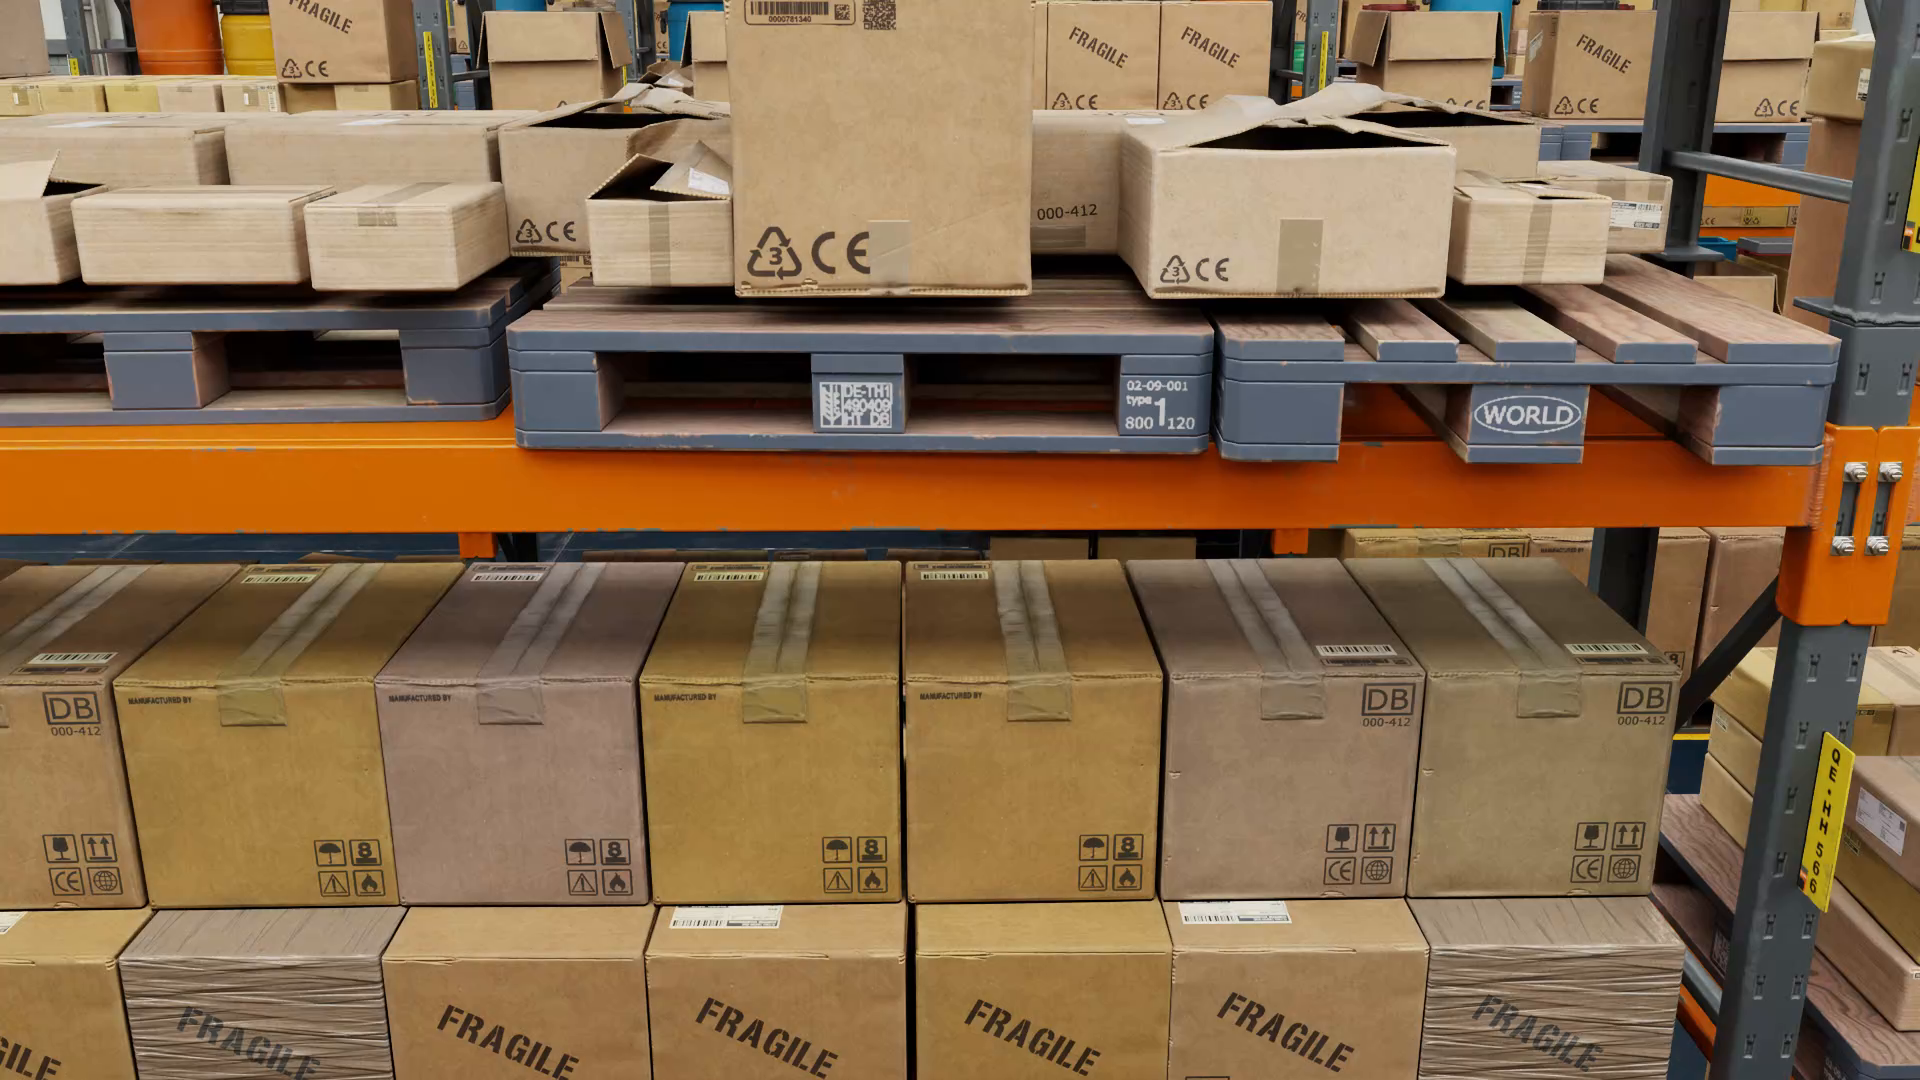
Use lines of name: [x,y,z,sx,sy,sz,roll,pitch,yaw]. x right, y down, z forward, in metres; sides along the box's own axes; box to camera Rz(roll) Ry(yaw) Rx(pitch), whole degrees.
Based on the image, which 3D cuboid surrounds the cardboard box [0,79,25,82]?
cardboard box: [-4.546,-2.057,7.731,0.250,0.149,0.380,0,18,-1]

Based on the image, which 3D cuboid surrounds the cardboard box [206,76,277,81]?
cardboard box: [-3.487,-2.195,8.163,0.250,0.149,0.380,0,18,1]

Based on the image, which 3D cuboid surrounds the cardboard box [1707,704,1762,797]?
cardboard box: [2.088,0.545,4.174,0.250,0.149,0.380,0,18,0]

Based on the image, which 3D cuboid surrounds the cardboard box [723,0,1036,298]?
cardboard box: [-0.132,-0.721,2.959,0.500,0.500,0.500,0,18,-1]

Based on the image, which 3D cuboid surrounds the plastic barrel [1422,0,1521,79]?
plastic barrel: [3.841,-3.951,12.534,0.708,0.901,0.600,0,18,-1]

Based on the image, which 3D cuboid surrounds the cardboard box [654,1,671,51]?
cardboard box: [-3.036,-5.434,17.584,0.500,0.500,0.500,1,18,4]

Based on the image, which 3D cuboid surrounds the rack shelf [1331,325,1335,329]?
rack shelf: [3.546,-1.787,13.384,4.000,0.370,1.077,0,18,-1]

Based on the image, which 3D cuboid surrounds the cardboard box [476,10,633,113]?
cardboard box: [-1.904,-2.237,7.843,0.637,0.503,0.797,-1,18,-4]

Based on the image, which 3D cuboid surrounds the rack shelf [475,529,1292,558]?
rack shelf: [-0.376,-0.254,8.608,4.000,0.370,1.077,0,18,-1]

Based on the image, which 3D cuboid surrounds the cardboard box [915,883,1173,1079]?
cardboard box: [0.157,0.950,3.513,0.500,0.500,0.500,-1,18,-2]

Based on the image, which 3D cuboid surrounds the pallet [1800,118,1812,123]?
pallet: [4.708,-1.944,8.099,1.217,0.209,0.805,-1,18,-3]

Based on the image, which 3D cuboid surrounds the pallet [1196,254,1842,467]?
pallet: [0.959,-0.410,3.315,1.003,0.211,1.213,1,18,2]

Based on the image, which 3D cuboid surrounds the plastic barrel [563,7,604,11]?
plastic barrel: [-2.887,-3.840,12.825,0.421,0.512,0.421,0,18,0]

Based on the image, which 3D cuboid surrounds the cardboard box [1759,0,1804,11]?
cardboard box: [8.456,-5.639,17.504,0.500,0.500,0.700,0,18,-1]

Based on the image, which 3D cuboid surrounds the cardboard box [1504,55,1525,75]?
cardboard box: [5.961,-4.935,17.356,0.500,0.250,0.500,0,18,-1]

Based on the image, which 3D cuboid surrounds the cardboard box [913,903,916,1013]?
cardboard box: [0.136,0.786,4.022,0.500,0.500,0.500,0,18,-1]

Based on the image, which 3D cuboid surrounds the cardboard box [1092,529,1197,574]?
cardboard box: [0.955,0.029,8.690,0.500,0.250,0.500,0,18,1]

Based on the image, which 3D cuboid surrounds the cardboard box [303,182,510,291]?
cardboard box: [-0.993,-0.556,3.018,0.250,0.149,0.380,0,18,-1]

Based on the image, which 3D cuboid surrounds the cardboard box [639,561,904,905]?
cardboard box: [-0.377,0.393,3.612,0.500,0.500,0.700,0,18,-1]

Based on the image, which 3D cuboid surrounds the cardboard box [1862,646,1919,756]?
cardboard box: [2.335,0.402,4.133,0.250,0.149,0.380,0,18,-2]

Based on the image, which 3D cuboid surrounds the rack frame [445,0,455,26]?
rack frame: [-6.609,-7.963,21.640,0.127,3.000,1.000,0,18,-1]

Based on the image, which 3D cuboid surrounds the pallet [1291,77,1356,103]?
pallet: [2.312,-3.432,12.733,1.213,0.211,1.003,0,18,-1]

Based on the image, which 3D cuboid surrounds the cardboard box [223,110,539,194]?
cardboard box: [-1.167,-0.750,3.457,0.500,0.250,0.500,0,18,-1]

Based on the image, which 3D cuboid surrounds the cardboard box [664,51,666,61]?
cardboard box: [-4.147,-6.675,22.339,0.500,0.500,0.500,0,18,-1]

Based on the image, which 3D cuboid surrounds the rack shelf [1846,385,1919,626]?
rack shelf: [3.601,-0.187,3.486,4.000,0.370,1.077,0,18,-1]

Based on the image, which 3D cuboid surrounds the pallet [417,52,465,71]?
pallet: [-5.820,-4.975,17.381,1.213,0.211,1.003,0,18,-1]

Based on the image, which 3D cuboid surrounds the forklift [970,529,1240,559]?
forklift: [1.593,-1.386,11.070,3.031,2.935,1.130,0,18,1]

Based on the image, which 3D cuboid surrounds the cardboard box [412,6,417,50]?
cardboard box: [-5.953,-5.339,17.285,0.637,0.503,0.797,1,18,3]

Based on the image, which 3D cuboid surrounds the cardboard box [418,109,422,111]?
cardboard box: [-2.829,-2.020,8.270,0.500,0.250,0.500,-1,18,-3]

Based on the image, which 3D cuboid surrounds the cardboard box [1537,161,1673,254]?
cardboard box: [1.265,-0.695,3.452,0.250,0.149,0.380,-1,18,-3]

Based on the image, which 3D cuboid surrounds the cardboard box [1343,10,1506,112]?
cardboard box: [2.233,-2.309,8.068,0.637,0.503,0.797,1,18,2]

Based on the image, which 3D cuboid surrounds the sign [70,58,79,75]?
sign: [-6.449,-3.345,12.140,0.005,0.325,0.100,0,18,-1]

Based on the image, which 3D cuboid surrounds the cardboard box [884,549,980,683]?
cardboard box: [-0.167,0.395,8.778,0.500,0.500,0.700,1,18,4]

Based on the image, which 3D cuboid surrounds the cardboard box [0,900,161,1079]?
cardboard box: [-1.868,0.960,3.481,0.500,0.500,0.500,0,18,0]

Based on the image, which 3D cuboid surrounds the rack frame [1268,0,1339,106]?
rack frame: [1.624,-3.463,7.612,0.127,3.000,1.000,0,18,-1]

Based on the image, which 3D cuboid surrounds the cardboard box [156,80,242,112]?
cardboard box: [-3.489,-2.034,7.660,0.250,0.149,0.380,-1,18,-3]

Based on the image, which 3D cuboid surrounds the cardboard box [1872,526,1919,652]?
cardboard box: [4.984,0.195,8.820,0.875,0.875,1.225,0,18,-1]

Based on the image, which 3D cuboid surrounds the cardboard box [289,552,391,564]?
cardboard box: [-3.348,0.398,8.802,0.500,0.500,0.500,6,19,17]

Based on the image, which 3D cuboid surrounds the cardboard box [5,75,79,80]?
cardboard box: [-4.526,-2.203,8.186,0.250,0.149,0.380,-1,18,-4]

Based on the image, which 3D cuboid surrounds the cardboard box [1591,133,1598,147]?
cardboard box: [6.463,-4.094,17.599,0.500,0.500,0.500,-1,18,-3]

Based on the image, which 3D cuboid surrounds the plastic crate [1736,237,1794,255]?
plastic crate: [6.442,-2.125,13.060,0.583,0.464,0.402,0,18,-1]

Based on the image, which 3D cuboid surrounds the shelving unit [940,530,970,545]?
shelving unit: [-0.032,-0.431,11.416,0.210,0.900,0.258,0,18,1]

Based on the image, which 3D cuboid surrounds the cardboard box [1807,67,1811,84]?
cardboard box: [4.525,-2.234,8.149,0.500,0.311,0.500,-1,18,-3]

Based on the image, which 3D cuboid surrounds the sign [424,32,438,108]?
sign: [-2.359,-2.096,7.414,0.005,0.325,0.100,0,18,-1]

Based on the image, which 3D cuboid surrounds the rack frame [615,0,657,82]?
rack frame: [-2.453,-4.957,12.267,0.127,3.000,1.000,0,18,-1]

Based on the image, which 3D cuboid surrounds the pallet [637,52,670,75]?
pallet: [-3.380,-4.987,17.418,1.213,0.211,1.003,0,18,-1]
